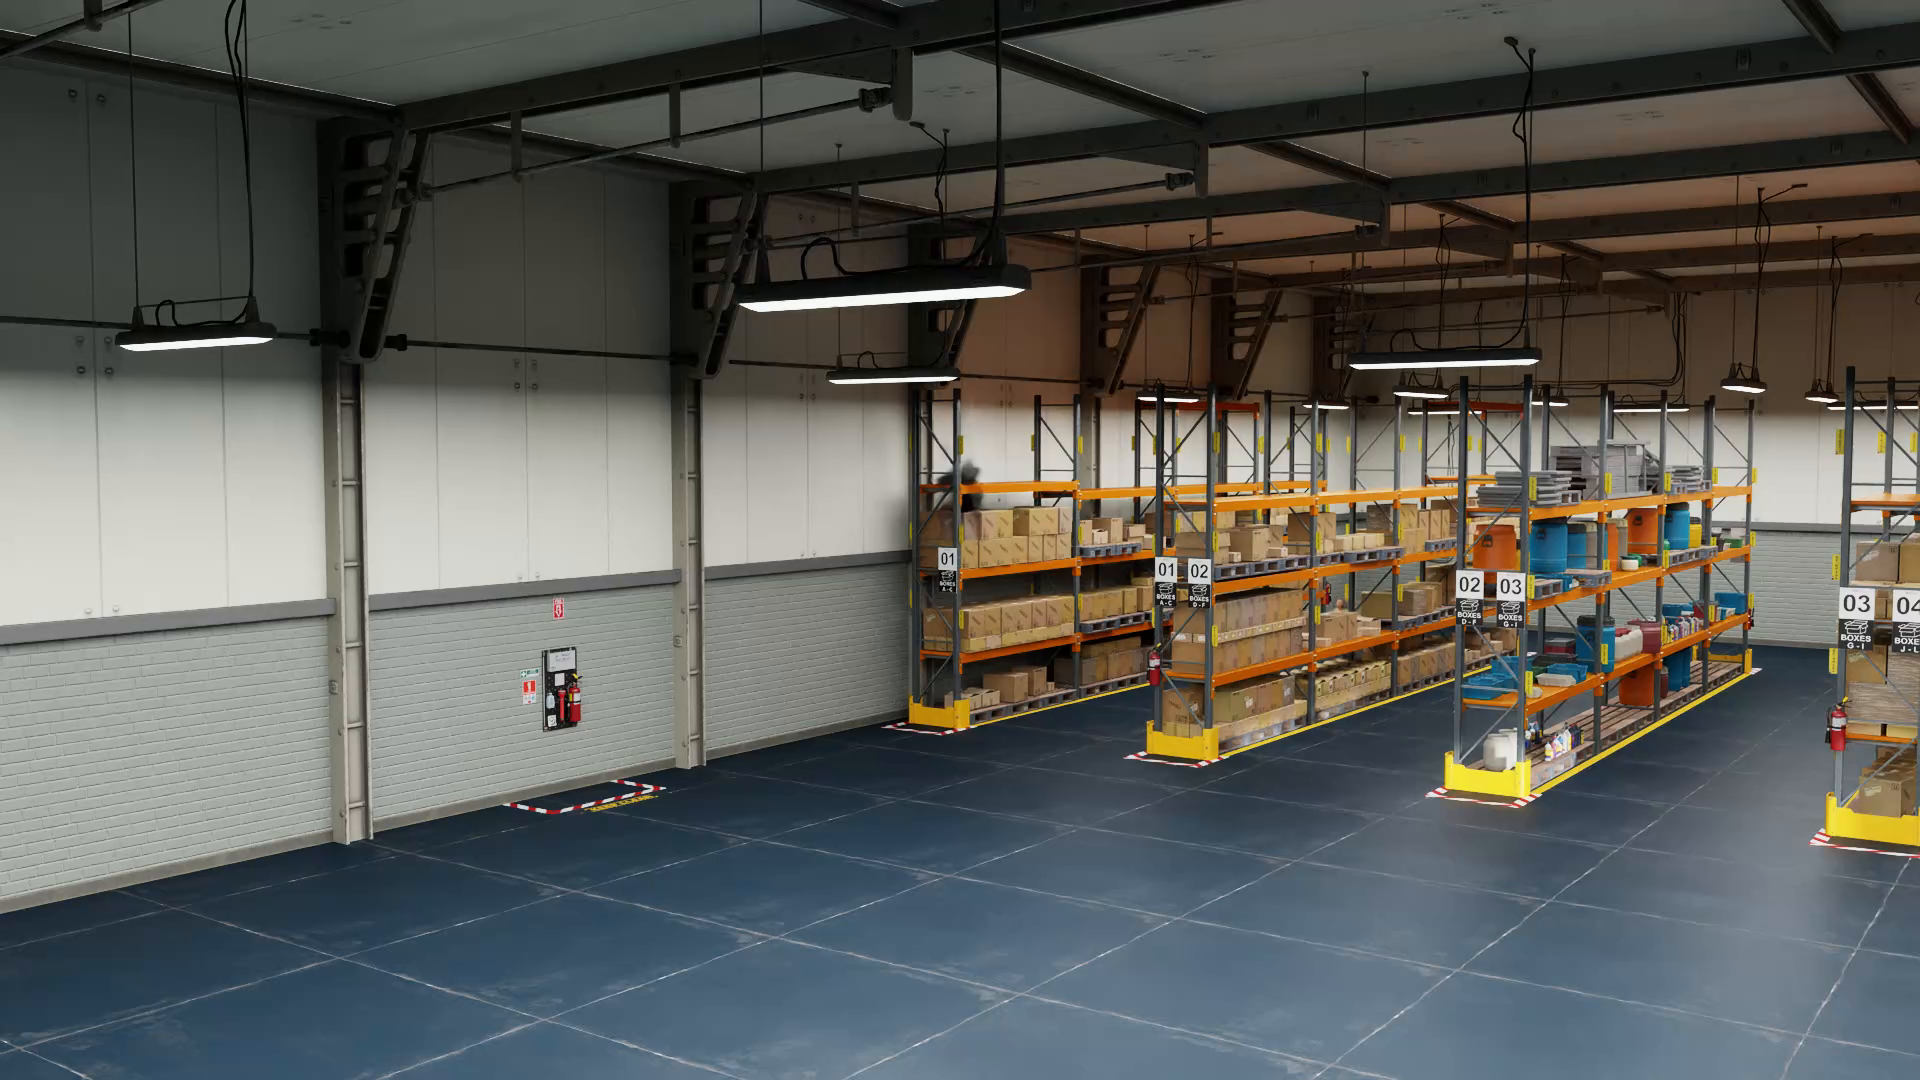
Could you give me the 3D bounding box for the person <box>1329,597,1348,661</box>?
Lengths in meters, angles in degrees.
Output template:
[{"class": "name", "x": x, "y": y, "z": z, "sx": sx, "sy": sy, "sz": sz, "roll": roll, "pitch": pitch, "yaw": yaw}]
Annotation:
[{"class": "person", "x": 8.255, "y": 2.082, "z": 36.188, "sx": 0.563, "sy": 1.685, "sz": 0.922, "roll": 2, "pitch": 4, "yaw": 29}]
